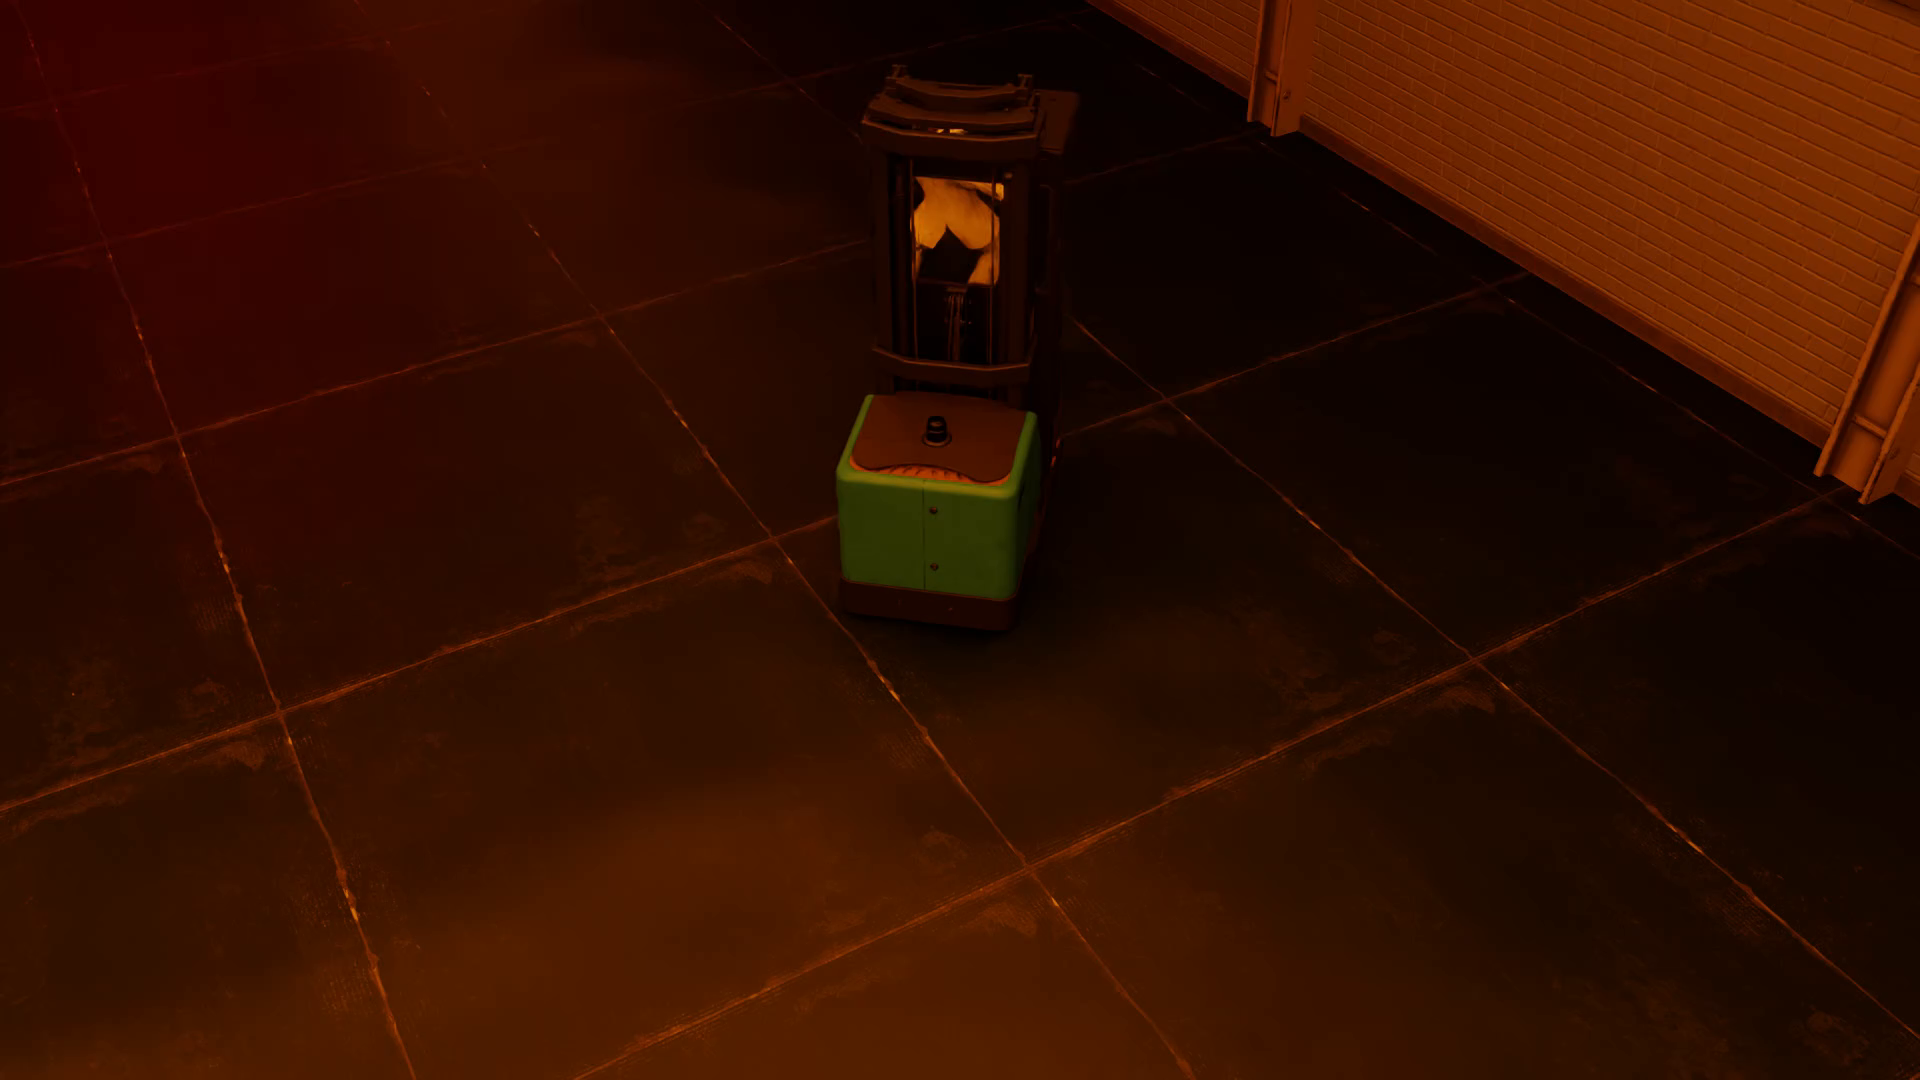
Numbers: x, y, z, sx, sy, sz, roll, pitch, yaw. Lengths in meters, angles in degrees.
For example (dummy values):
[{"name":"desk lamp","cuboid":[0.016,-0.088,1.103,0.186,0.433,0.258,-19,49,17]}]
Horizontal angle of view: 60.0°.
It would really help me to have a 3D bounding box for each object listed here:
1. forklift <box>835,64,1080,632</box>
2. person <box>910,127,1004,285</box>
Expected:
[{"name":"forklift","cuboid":[0.073,-1.545,9.898,1.130,2.935,3.031,7,40,8]},{"name":"person","cuboid":[0.042,-2.331,11.886,0.944,1.580,0.915,13,42,16]}]
